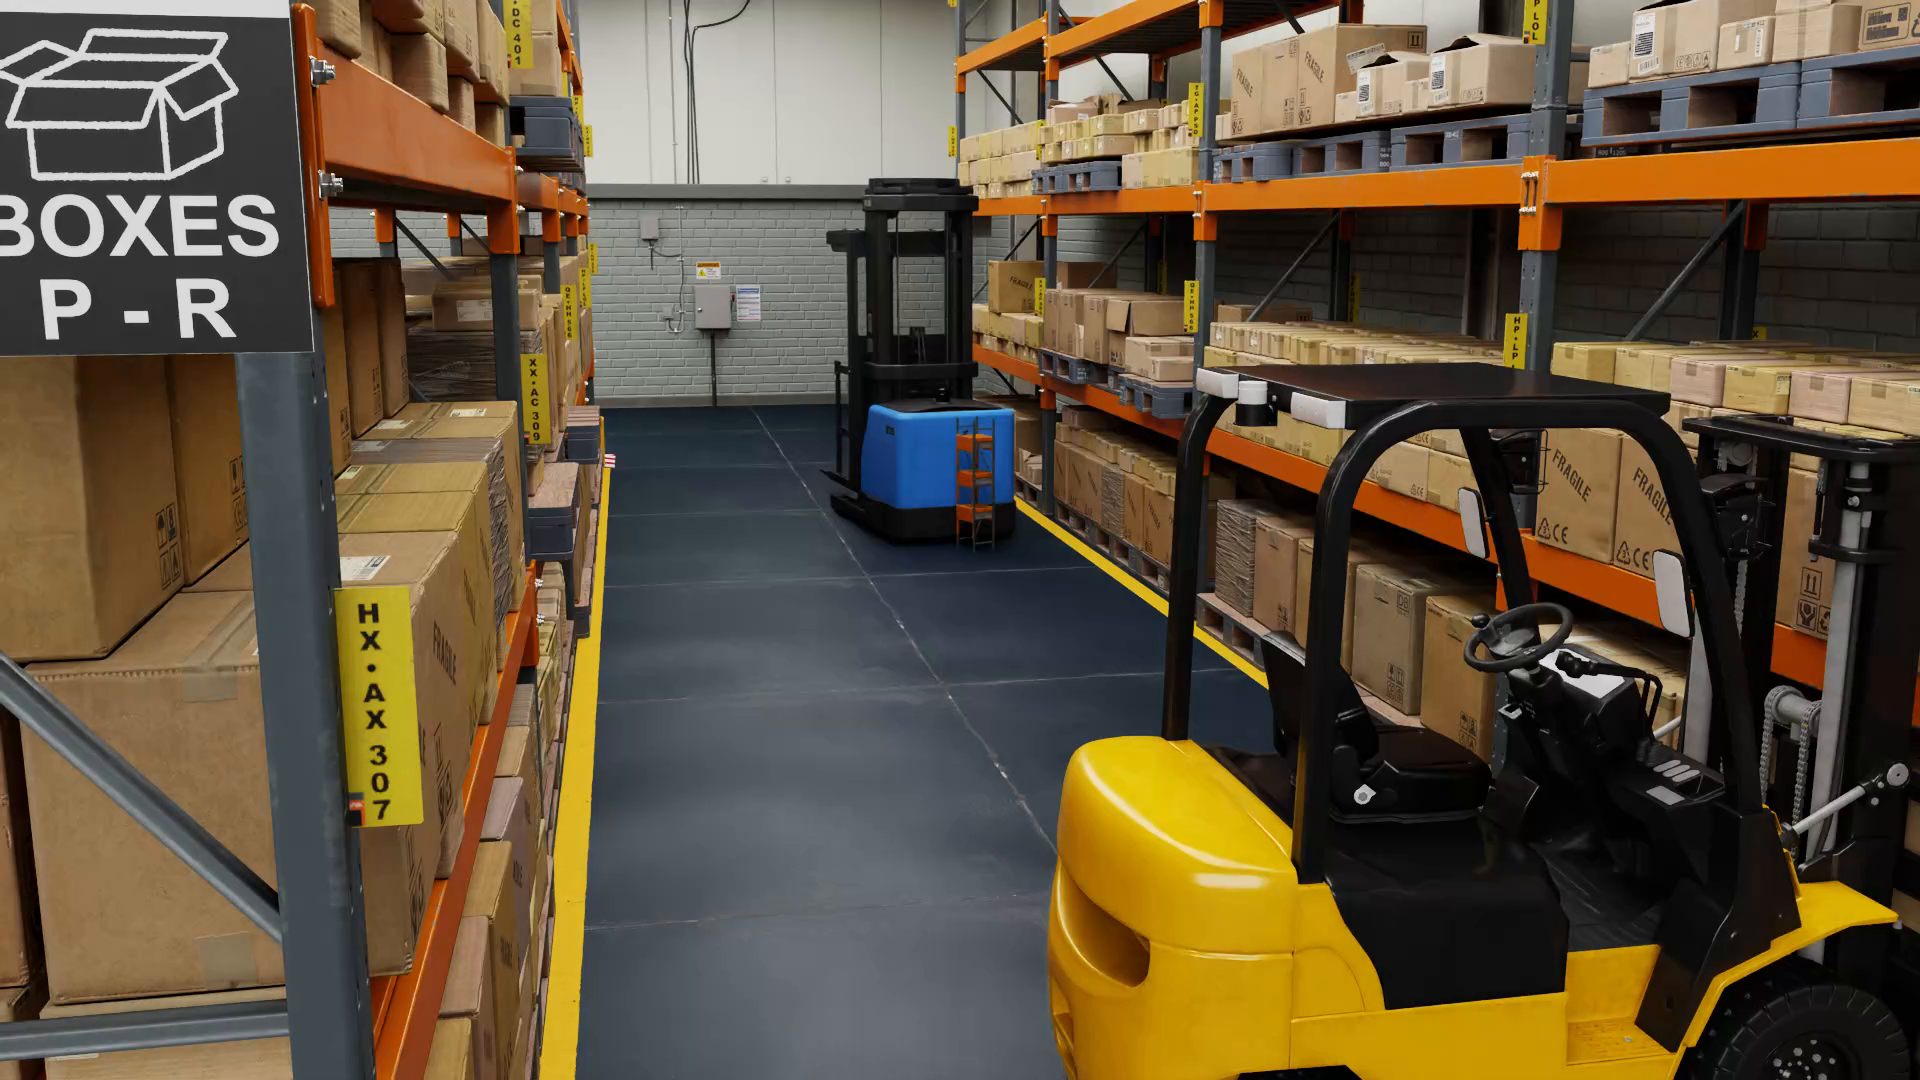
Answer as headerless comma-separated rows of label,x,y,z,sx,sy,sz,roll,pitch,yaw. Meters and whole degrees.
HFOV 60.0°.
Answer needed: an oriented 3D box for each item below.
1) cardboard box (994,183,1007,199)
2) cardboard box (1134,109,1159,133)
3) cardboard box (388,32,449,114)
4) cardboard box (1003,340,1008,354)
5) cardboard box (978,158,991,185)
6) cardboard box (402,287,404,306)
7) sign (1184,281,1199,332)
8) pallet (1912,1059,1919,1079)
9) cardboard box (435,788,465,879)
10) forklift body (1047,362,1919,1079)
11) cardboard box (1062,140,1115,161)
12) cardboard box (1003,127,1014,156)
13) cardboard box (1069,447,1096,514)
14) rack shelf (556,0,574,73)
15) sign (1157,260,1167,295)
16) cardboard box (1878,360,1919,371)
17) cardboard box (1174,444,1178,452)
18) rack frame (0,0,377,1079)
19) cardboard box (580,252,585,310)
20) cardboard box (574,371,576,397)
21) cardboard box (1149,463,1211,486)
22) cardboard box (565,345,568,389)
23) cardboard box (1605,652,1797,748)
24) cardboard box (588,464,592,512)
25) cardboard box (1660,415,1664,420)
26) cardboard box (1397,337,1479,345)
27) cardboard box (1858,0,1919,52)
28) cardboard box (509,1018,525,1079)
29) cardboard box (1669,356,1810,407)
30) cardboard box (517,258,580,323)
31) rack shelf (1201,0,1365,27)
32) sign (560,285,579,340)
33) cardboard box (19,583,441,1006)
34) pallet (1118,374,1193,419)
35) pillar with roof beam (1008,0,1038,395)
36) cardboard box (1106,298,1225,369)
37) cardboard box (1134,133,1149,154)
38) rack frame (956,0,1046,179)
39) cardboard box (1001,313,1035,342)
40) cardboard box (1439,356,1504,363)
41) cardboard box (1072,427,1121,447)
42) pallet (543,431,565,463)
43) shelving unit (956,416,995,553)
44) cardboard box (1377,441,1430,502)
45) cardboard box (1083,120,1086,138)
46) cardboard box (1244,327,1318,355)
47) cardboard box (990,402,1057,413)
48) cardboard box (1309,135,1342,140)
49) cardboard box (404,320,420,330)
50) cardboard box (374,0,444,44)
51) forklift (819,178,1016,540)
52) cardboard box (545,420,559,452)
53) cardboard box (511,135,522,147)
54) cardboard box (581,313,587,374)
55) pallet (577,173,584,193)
cardboard box,0.545,-3.402,16.197,0.380,0.149,0.250,-2,11,-10
cardboard box,1.453,-2.968,11.783,0.380,0.149,0.250,-2,11,-12
cardboard box,-1.303,-0.993,3.540,0.380,0.149,0.250,-2,11,-10
cardboard box,0.640,-1.925,16.459,0.380,0.149,0.250,-2,11,-11
cardboard box,0.479,-3.717,16.785,0.500,0.250,0.500,-2,11,-13
cardboard box,-2.538,-0.989,6.952,0.380,0.149,0.250,-2,11,-13
sign,1.480,-1.490,10.618,0.100,0.325,0.005,-2,11,-11
pallet,3.143,1.493,5.286,1.003,0.211,1.213,-2,11,-11
cardboard box,-1.204,0.575,3.326,0.380,0.149,0.250,-2,11,-10
forklift body,1.408,0.621,4.681,2.313,2.155,1.214,-2,11,-11
cardboard box,1.028,-3.110,13.275,0.380,0.149,0.250,-2,11,-10
cardboard box,0.701,-3.777,15.763,0.500,0.250,0.500,-2,11,-10
cardboard box,1.219,-0.499,13.860,0.500,0.500,0.500,-2,11,-12
rack shelf,-3.246,-3.565,11.351,1.077,0.370,4.000,-2,11,-11
sign,1.777,-2.305,14.687,0.100,0.325,0.005,-2,11,-11
cardboard box,3.361,-0.527,5.644,0.380,0.149,0.250,-2,11,-12
cardboard box,1.900,-0.672,13.032,0.380,0.149,0.250,-3,11,-13
rack frame,-1.298,0.667,2.172,0.949,2.616,0.053,-2,11,-11
cardboard box,-3.671,-2.358,15.120,0.500,0.500,0.500,-2,11,-10
cardboard box,-3.123,-1.201,12.383,0.500,0.250,0.500,-2,11,-13
cardboard box,1.575,-0.459,11.912,0.380,0.149,0.250,-2,11,-13
cardboard box,-2.714,-1.074,10.382,0.500,0.250,0.500,-2,11,-11
cardboard box,2.665,0.600,6.081,0.500,0.250,0.500,-2,11,-11
cardboard box,-3.436,-0.586,13.311,0.875,0.875,0.875,-2,11,-9
cardboard box,2.723,-0.454,6.055,0.380,0.149,0.250,-2,11,-11
cardboard box,2.590,-1.016,9.011,0.380,0.149,0.250,-2,11,-9
cardboard box,3.064,-1.667,4.741,0.797,0.503,0.637,-2,11,-9
cardboard box,-1.397,1.460,4.236,0.500,0.250,0.500,-1,11,-7
cardboard box,2.707,-0.551,5.769,0.380,0.149,0.250,-2,11,-10
cardboard box,-3.194,-1.907,12.752,0.500,0.500,0.500,-2,11,-10
rack shelf,2.400,-3.012,8.448,1.077,0.370,4.000,-2,11,-11
sign,-2.327,-1.352,9.892,0.100,0.325,0.005,-2,11,-11
cardboard box,-1.121,0.375,2.643,0.500,0.500,0.500,-2,11,-12
pallet,1.810,-1.009,11.489,1.213,0.211,1.003,-2,11,-11
pillar with roof beam,-3.408,-5.767,19.927,9.100,9.000,0.400,-2,11,-11
cardboard box,1.512,-1.531,12.320,0.797,0.503,0.637,-2,11,-12
cardboard box,1.481,-2.871,12.069,0.380,0.149,0.250,-2,11,-9
rack frame,0.455,-5.396,17.980,1.000,3.000,0.127,-2,11,-11
cardboard box,0.699,-2.056,16.079,0.500,0.250,0.500,-2,11,-11
cardboard box,2.441,-0.764,7.685,0.380,0.149,0.250,-2,11,-11
cardboard box,1.171,-0.889,14.171,0.380,0.149,0.250,-2,11,-13
pallet,-2.432,-0.345,7.998,1.003,0.211,1.213,-2,11,-11
shelving unit,0.123,-0.444,13.222,0.215,1.050,0.252,-7,13,-32
cardboard box,2.331,-0.349,7.910,0.500,0.250,0.500,-2,11,-11
cardboard box,1.173,-3.211,13.007,0.380,0.149,0.250,-2,11,-10
cardboard box,1.912,-1.185,9.899,0.380,0.149,0.250,-2,11,-9
cardboard box,0.609,-1.153,17.296,0.700,0.500,0.500,-2,11,-9
cardboard box,2.403,-2.513,9.868,0.500,0.250,0.500,-2,11,-11
cardboard box,-2.492,-0.636,6.828,0.500,0.500,0.500,-2,11,-11
cardboard box,-1.351,-1.168,3.392,0.500,0.250,0.500,-2,11,-9
forklift,-0.529,-1.676,14.665,1.130,2.935,3.031,-4,11,-20
cardboard box,-2.103,-0.503,7.864,0.380,0.149,0.250,-2,11,-9
cardboard box,-2.533,-2.046,8.125,0.797,0.503,0.637,-2,11,-11
cardboard box,-3.470,-1.679,14.227,0.500,0.500,0.500,-2,11,-9
pallet,-4.018,-3.338,15.426,1.003,0.211,1.213,-2,11,-11
